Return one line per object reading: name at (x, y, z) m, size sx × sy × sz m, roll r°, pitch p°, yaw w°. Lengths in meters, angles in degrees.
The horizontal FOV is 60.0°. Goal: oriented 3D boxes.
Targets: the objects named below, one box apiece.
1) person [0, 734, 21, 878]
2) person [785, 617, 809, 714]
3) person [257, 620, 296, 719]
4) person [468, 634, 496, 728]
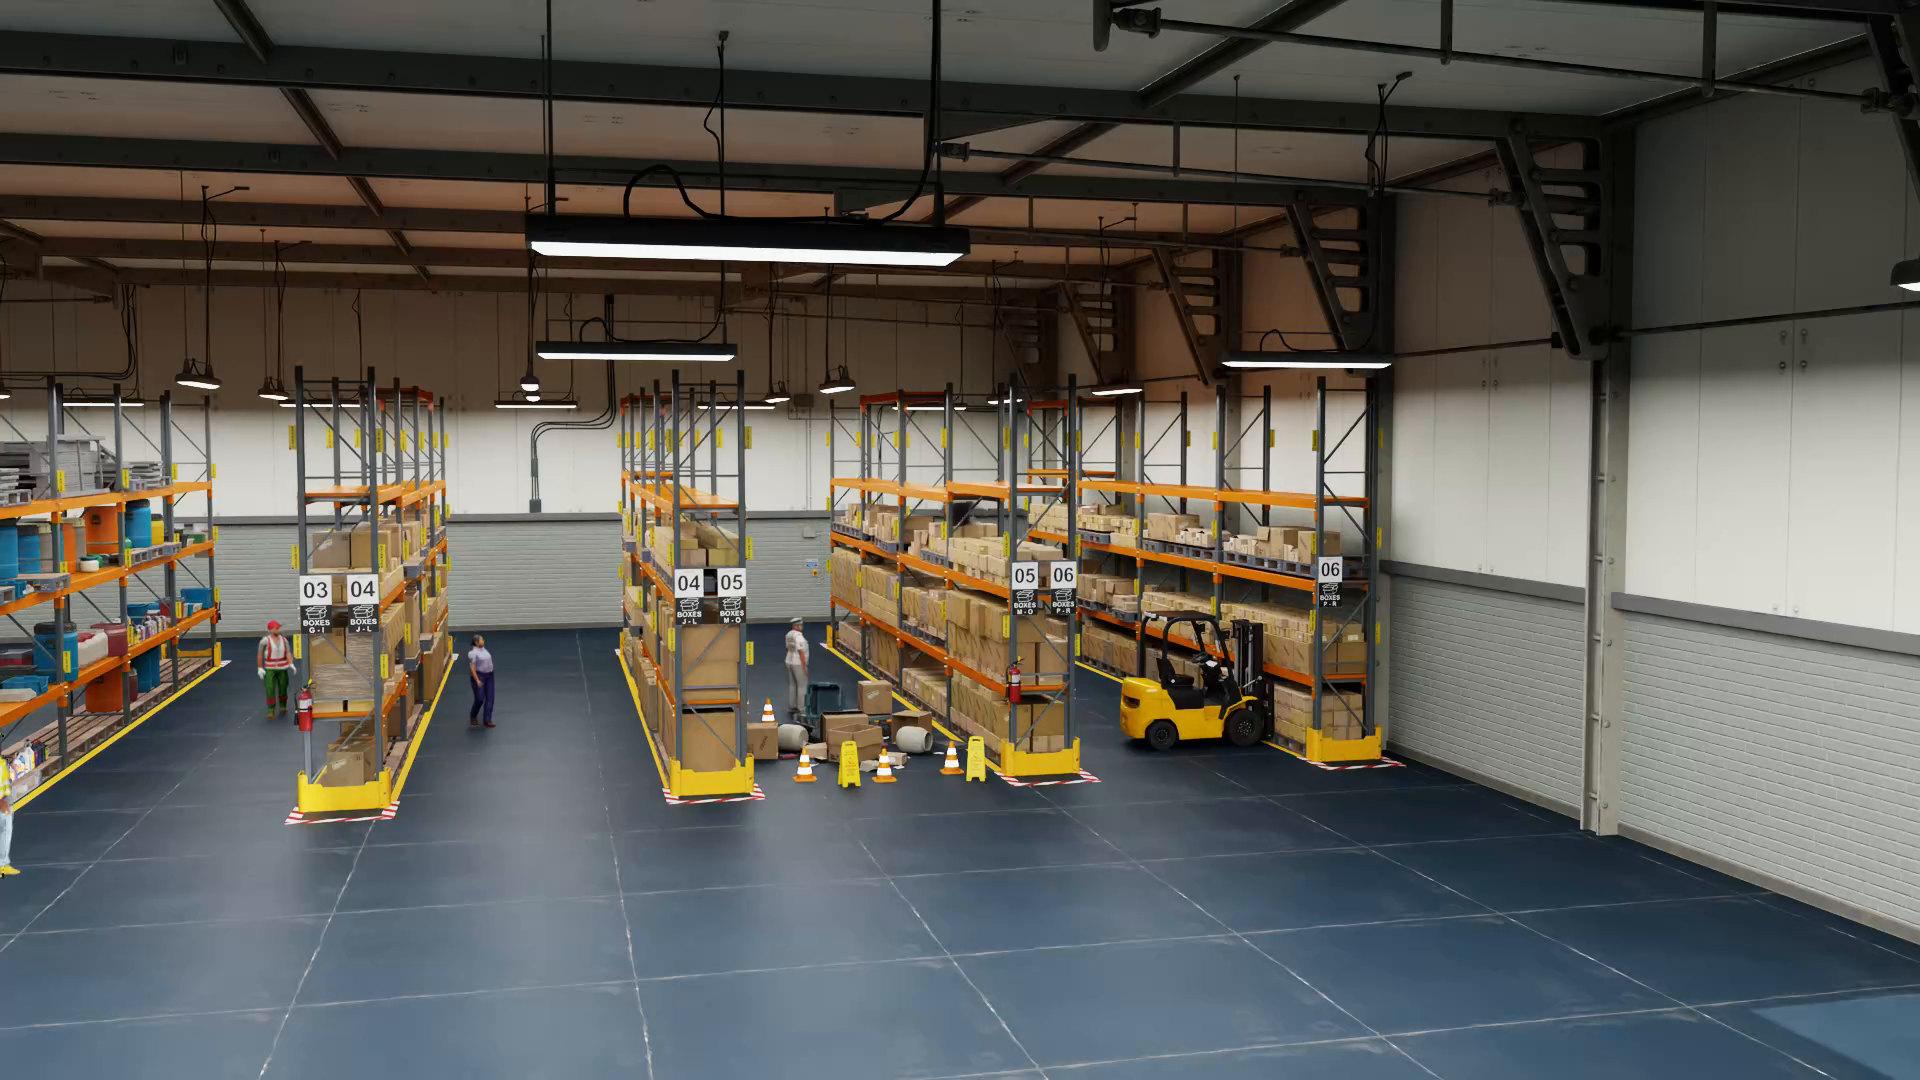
person at (-11.050, 2.997, 19.044) m, size 0.650 × 1.794 × 0.624 m, roll 0°, pitch 3°, yaw 3°
person at (-2.958, 2.295, 30.508) m, size 0.440 × 1.761 × 0.596 m, roll -3°, pitch 4°, yaw -37°
person at (-12.331, 2.322, 30.008) m, size 0.652 × 1.737 × 1.051 m, roll -1°, pitch 4°, yaw -16°
person at (-8.329, 2.465, 29.093) m, size 0.482 × 1.622 × 0.529 m, roll 3°, pitch 4°, yaw 36°
